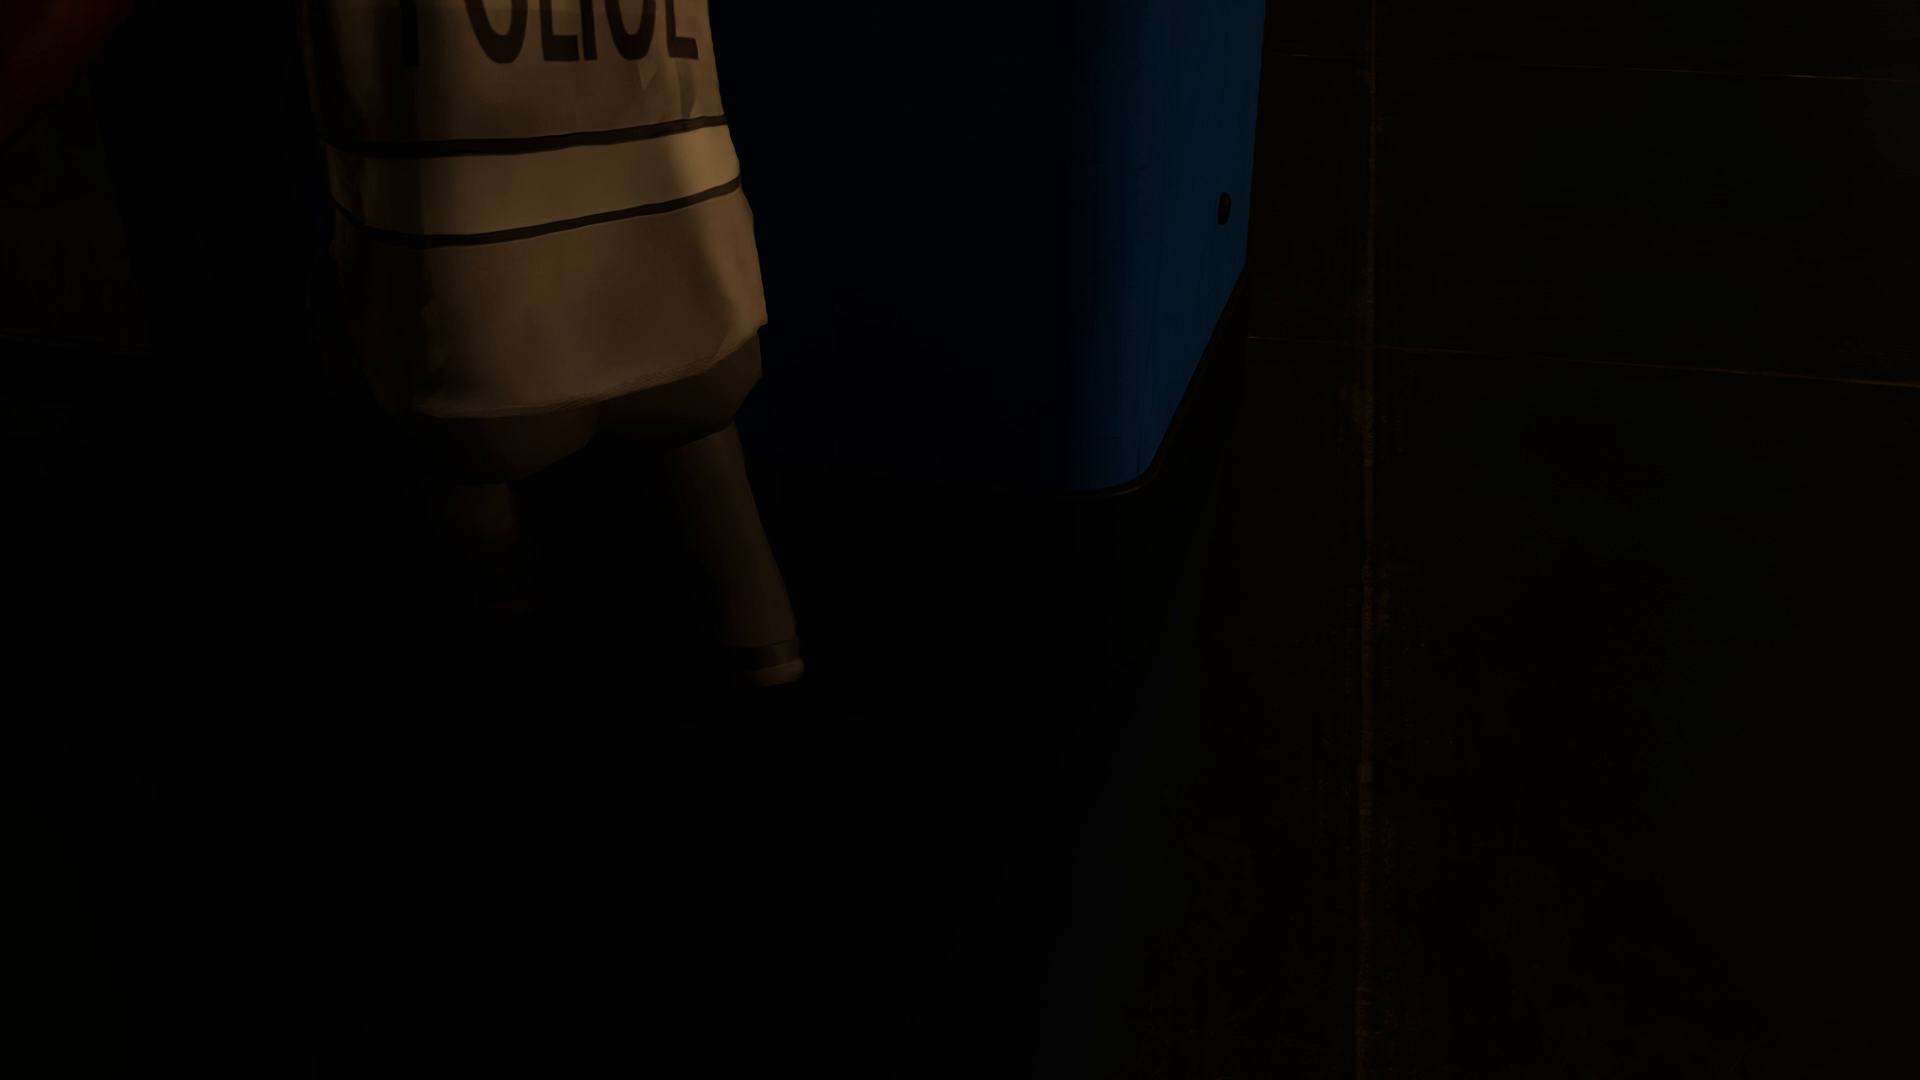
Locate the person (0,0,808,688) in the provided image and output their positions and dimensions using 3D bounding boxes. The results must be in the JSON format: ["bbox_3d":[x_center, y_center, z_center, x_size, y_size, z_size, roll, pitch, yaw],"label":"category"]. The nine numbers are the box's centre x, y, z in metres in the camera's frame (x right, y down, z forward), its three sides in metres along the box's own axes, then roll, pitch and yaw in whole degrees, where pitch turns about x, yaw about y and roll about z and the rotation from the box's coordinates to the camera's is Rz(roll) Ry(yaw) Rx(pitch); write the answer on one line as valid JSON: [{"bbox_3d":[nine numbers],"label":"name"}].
[{"bbox_3d":[-0.578,-0.301,1.659,0.998,1.405,0.900,-16,31,-28],"label":"person"}]

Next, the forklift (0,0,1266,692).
[{"bbox_3d":[-1.099,-1.487,2.193,3.031,2.935,1.130,8,28,15],"label":"forklift"}]
